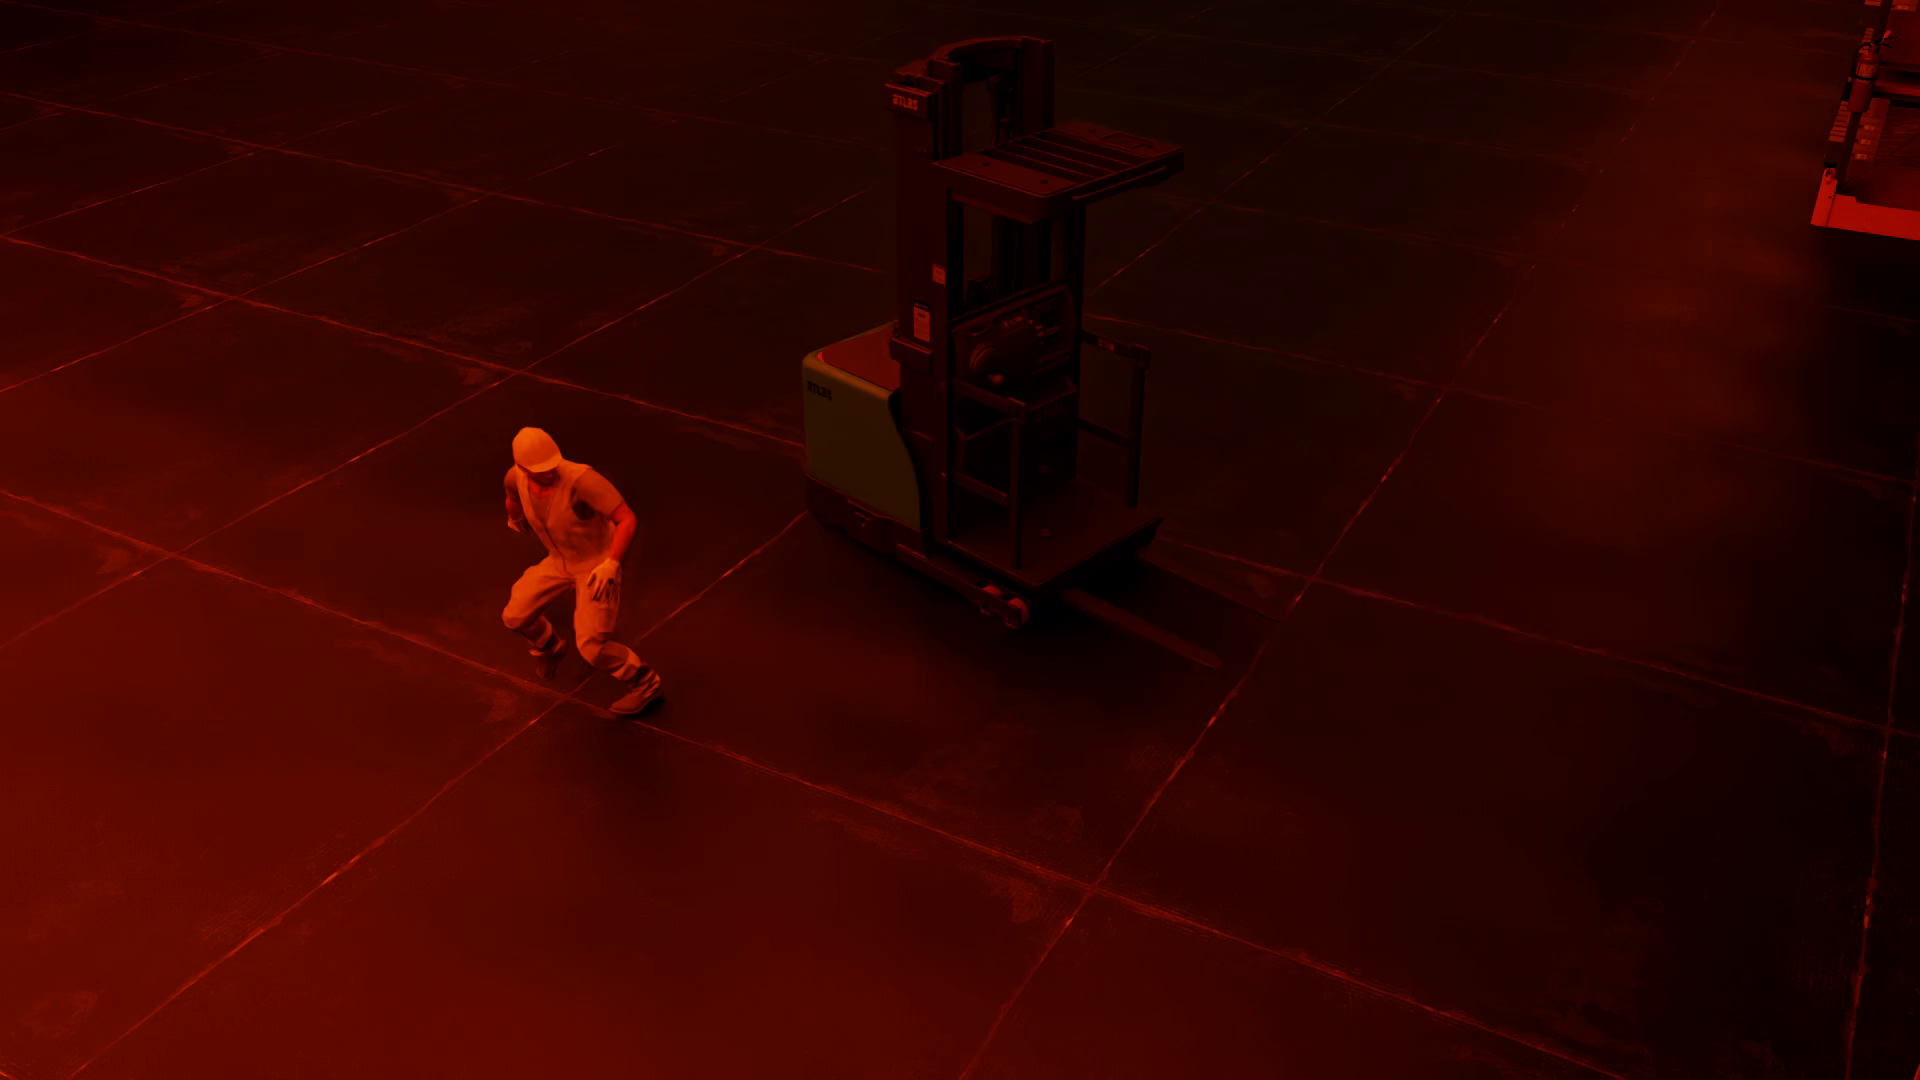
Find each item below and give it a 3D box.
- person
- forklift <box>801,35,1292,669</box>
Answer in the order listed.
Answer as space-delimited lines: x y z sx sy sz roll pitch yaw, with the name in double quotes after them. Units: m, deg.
-1.967 0.141 8.236 1.051 1.688 0.550 18 34 28 "person"
0.455 -1.074 8.932 3.031 2.935 1.130 26 39 37 "forklift"
